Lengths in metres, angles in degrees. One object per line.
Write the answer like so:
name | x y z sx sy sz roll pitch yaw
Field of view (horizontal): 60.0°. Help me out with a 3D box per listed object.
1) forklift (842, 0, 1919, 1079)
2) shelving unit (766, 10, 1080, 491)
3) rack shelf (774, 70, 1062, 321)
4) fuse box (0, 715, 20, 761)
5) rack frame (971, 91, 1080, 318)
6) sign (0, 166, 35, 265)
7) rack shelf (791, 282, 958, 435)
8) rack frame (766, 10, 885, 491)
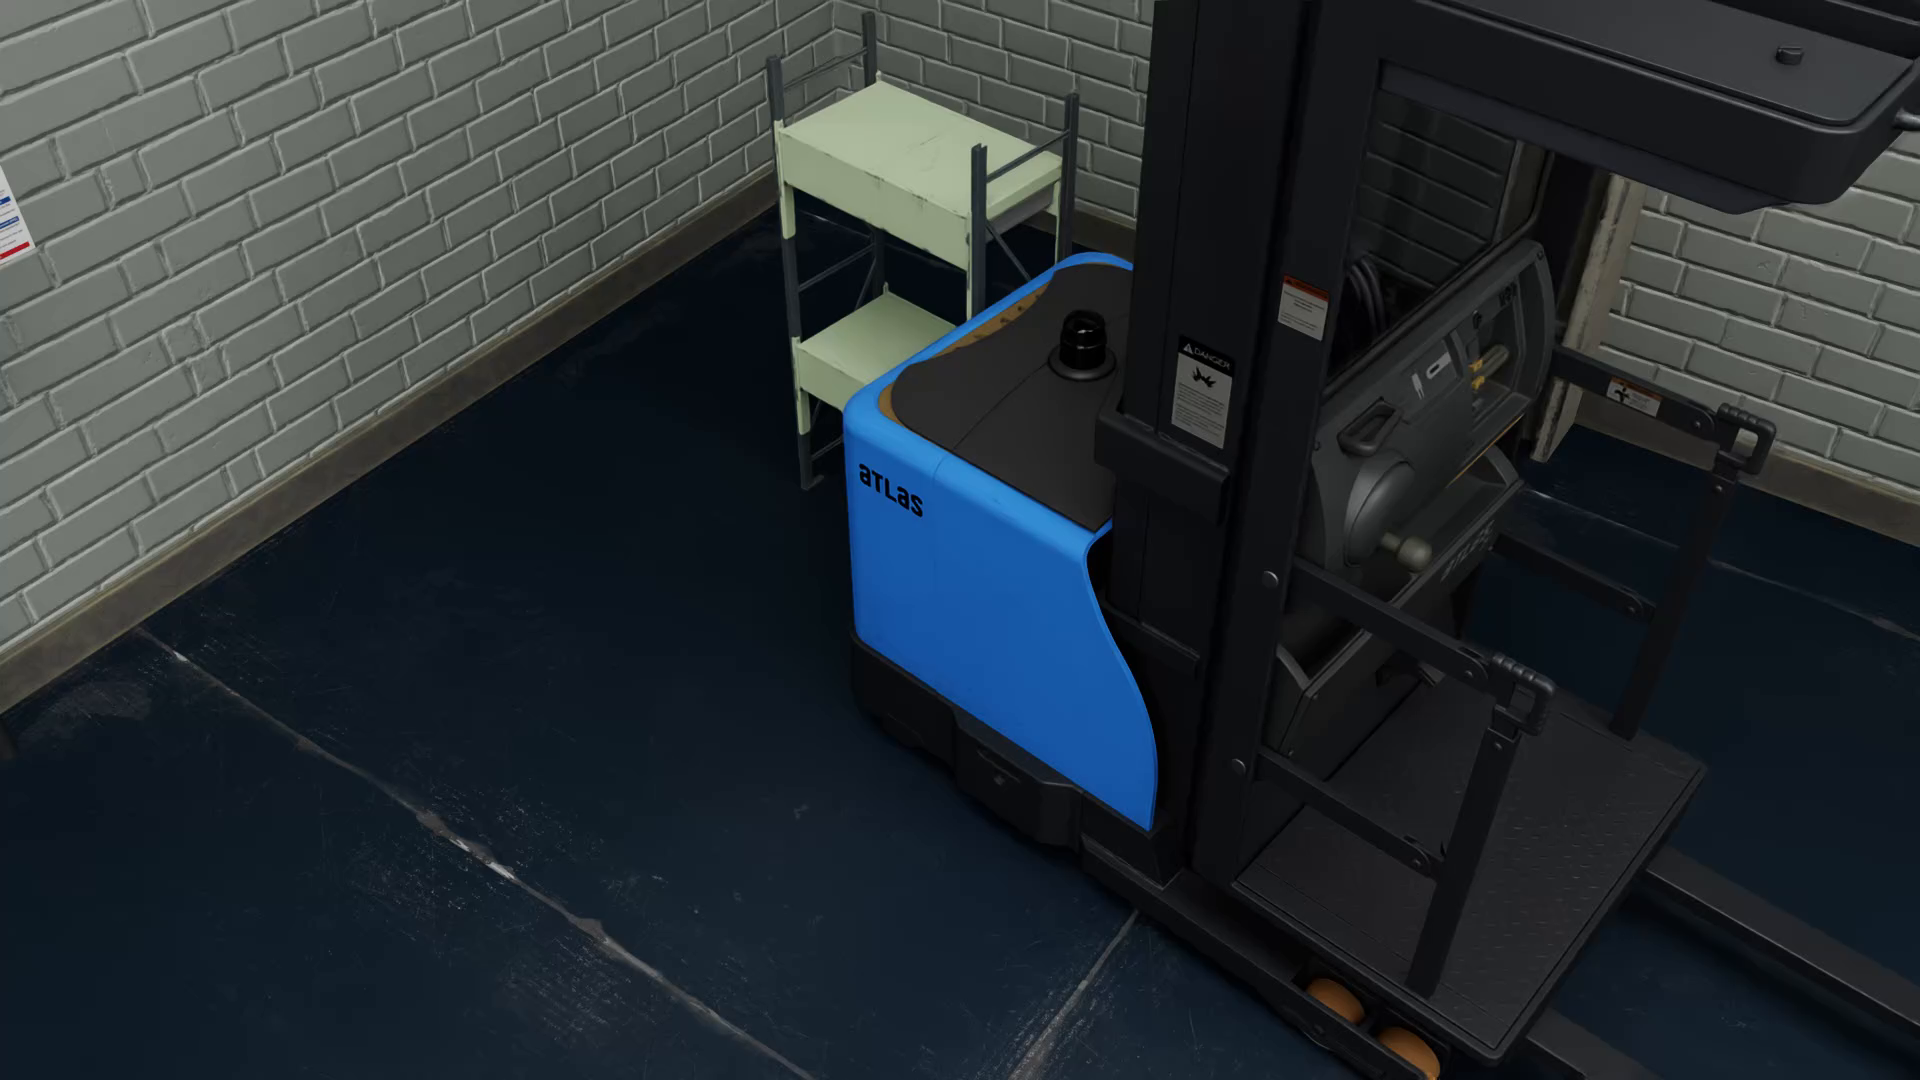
forklift | 1.132 -0.211 3.288 3.031 2.935 1.130 31 50 30
shelving unit | -0.105 -0.659 4.862 0.755 1.500 0.431 31 50 30
rack shelf | -0.105 -0.950 4.602 0.720 0.370 0.431 31 50 30
fuse box | -2.589 -0.054 4.027 0.414 1.711 0.539 25 48 25
rack frame | 0.168 -0.497 4.680 0.023 1.500 0.400 31 50 30
sign | -2.475 -0.847 4.019 0.001 0.494 0.329 25 48 25
rack shelf | -0.105 -0.416 5.080 0.720 0.370 0.431 31 50 30
rack frame | -0.377 -0.822 5.044 0.023 1.500 0.400 31 50 30
